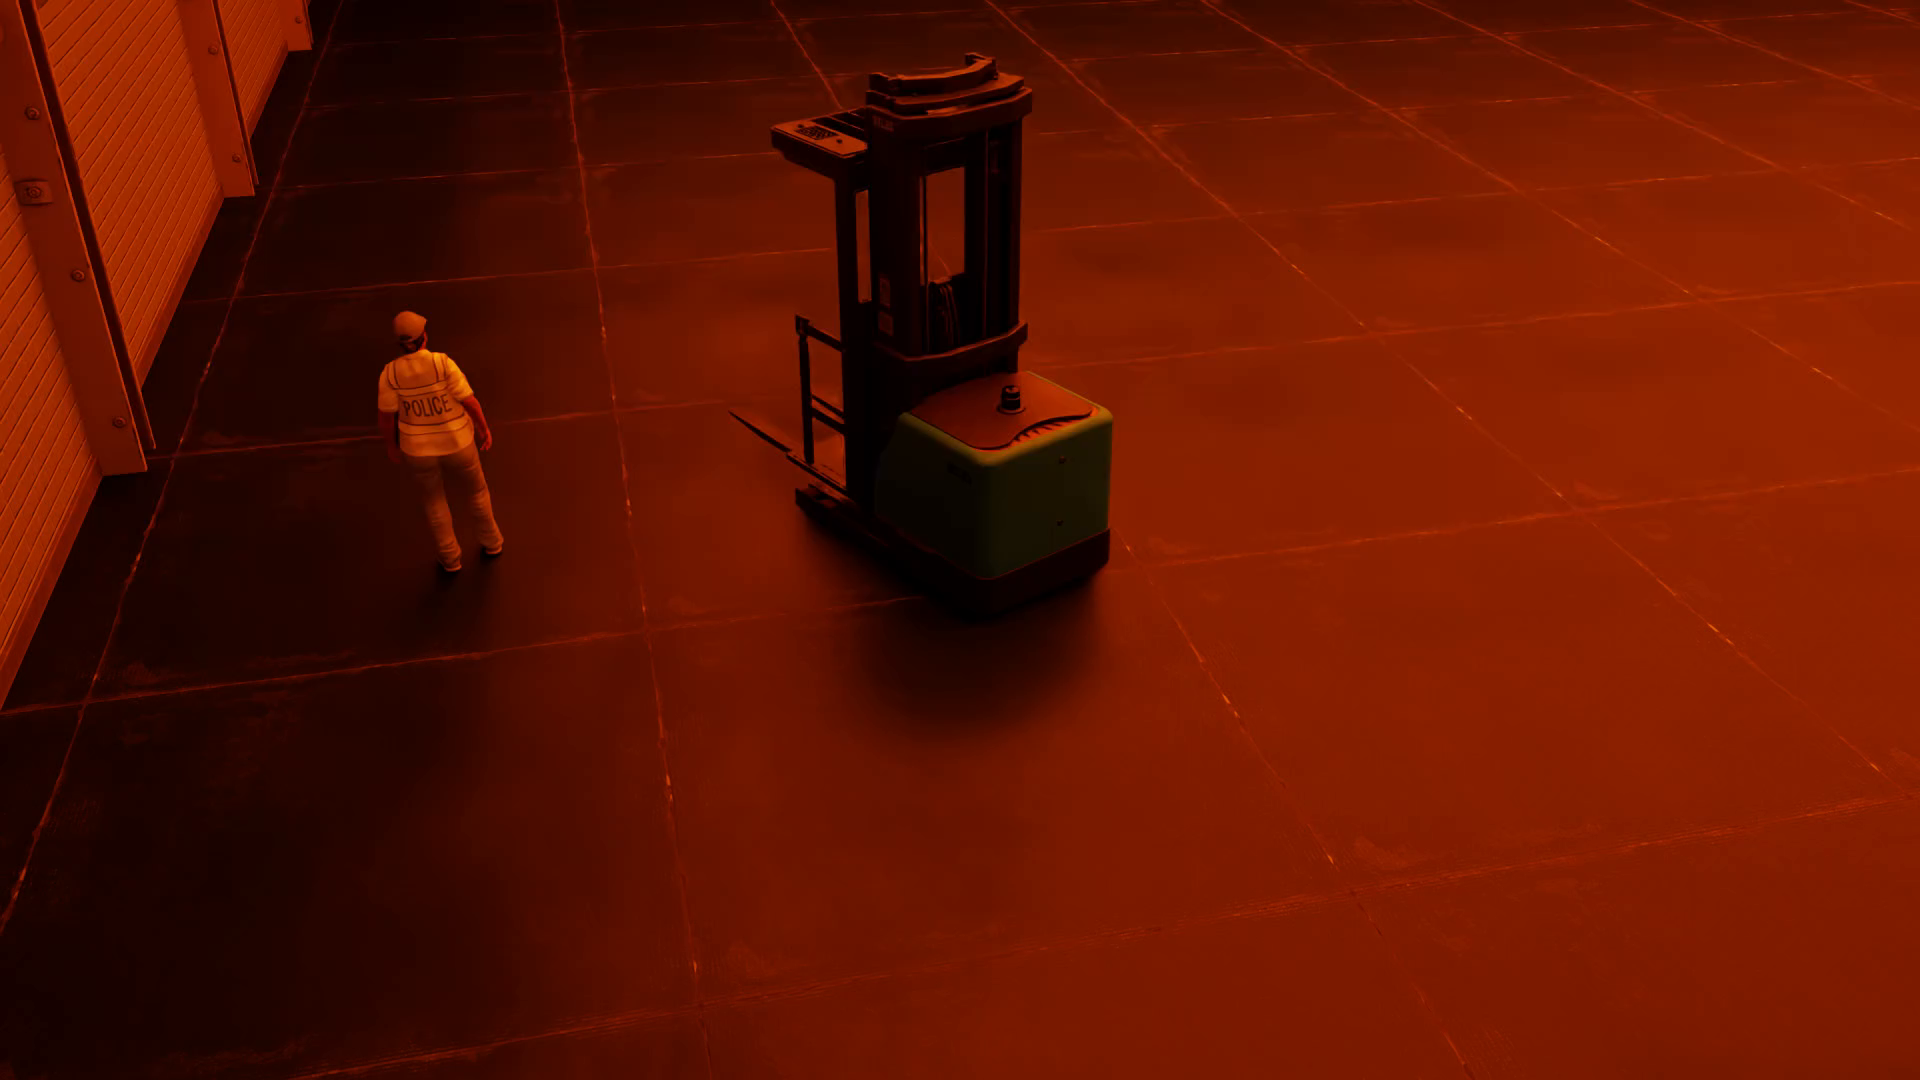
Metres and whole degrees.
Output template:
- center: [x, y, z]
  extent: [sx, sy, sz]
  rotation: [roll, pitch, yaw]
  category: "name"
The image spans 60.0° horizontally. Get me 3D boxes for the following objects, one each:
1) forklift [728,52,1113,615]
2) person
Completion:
- center: [-0.412, -1.507, 10.178]
  extent: [1.130, 2.935, 3.031]
  rotation: [-22, 37, -33]
  category: "forklift"
- center: [-3.098, -0.602, 9.875]
  extent: [0.608, 1.672, 0.528]
  rotation: [-8, 31, -13]
  category: "person"
